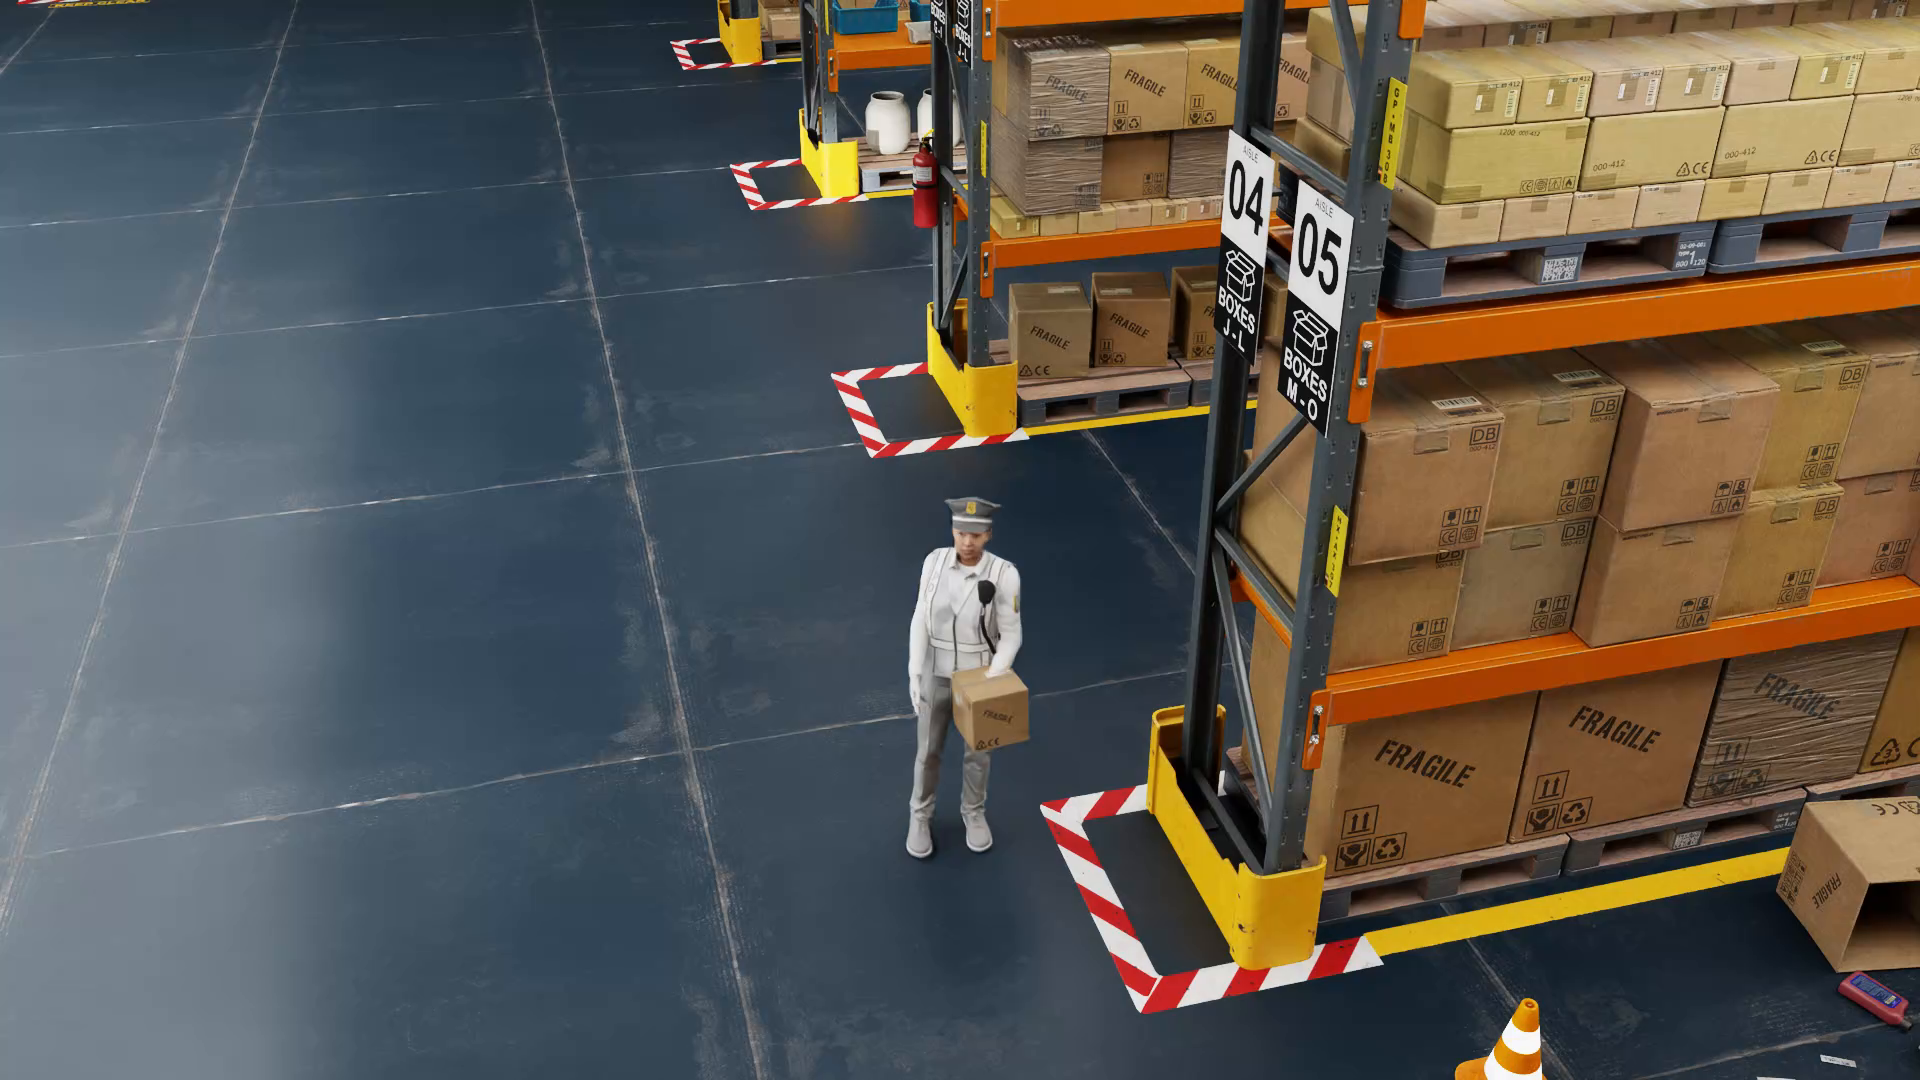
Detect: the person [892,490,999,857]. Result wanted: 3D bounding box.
[{"bbox_3d":[-0.068,0.541,7.251,0.551,1.677,0.616,7,31,12],"label":"person"}]
